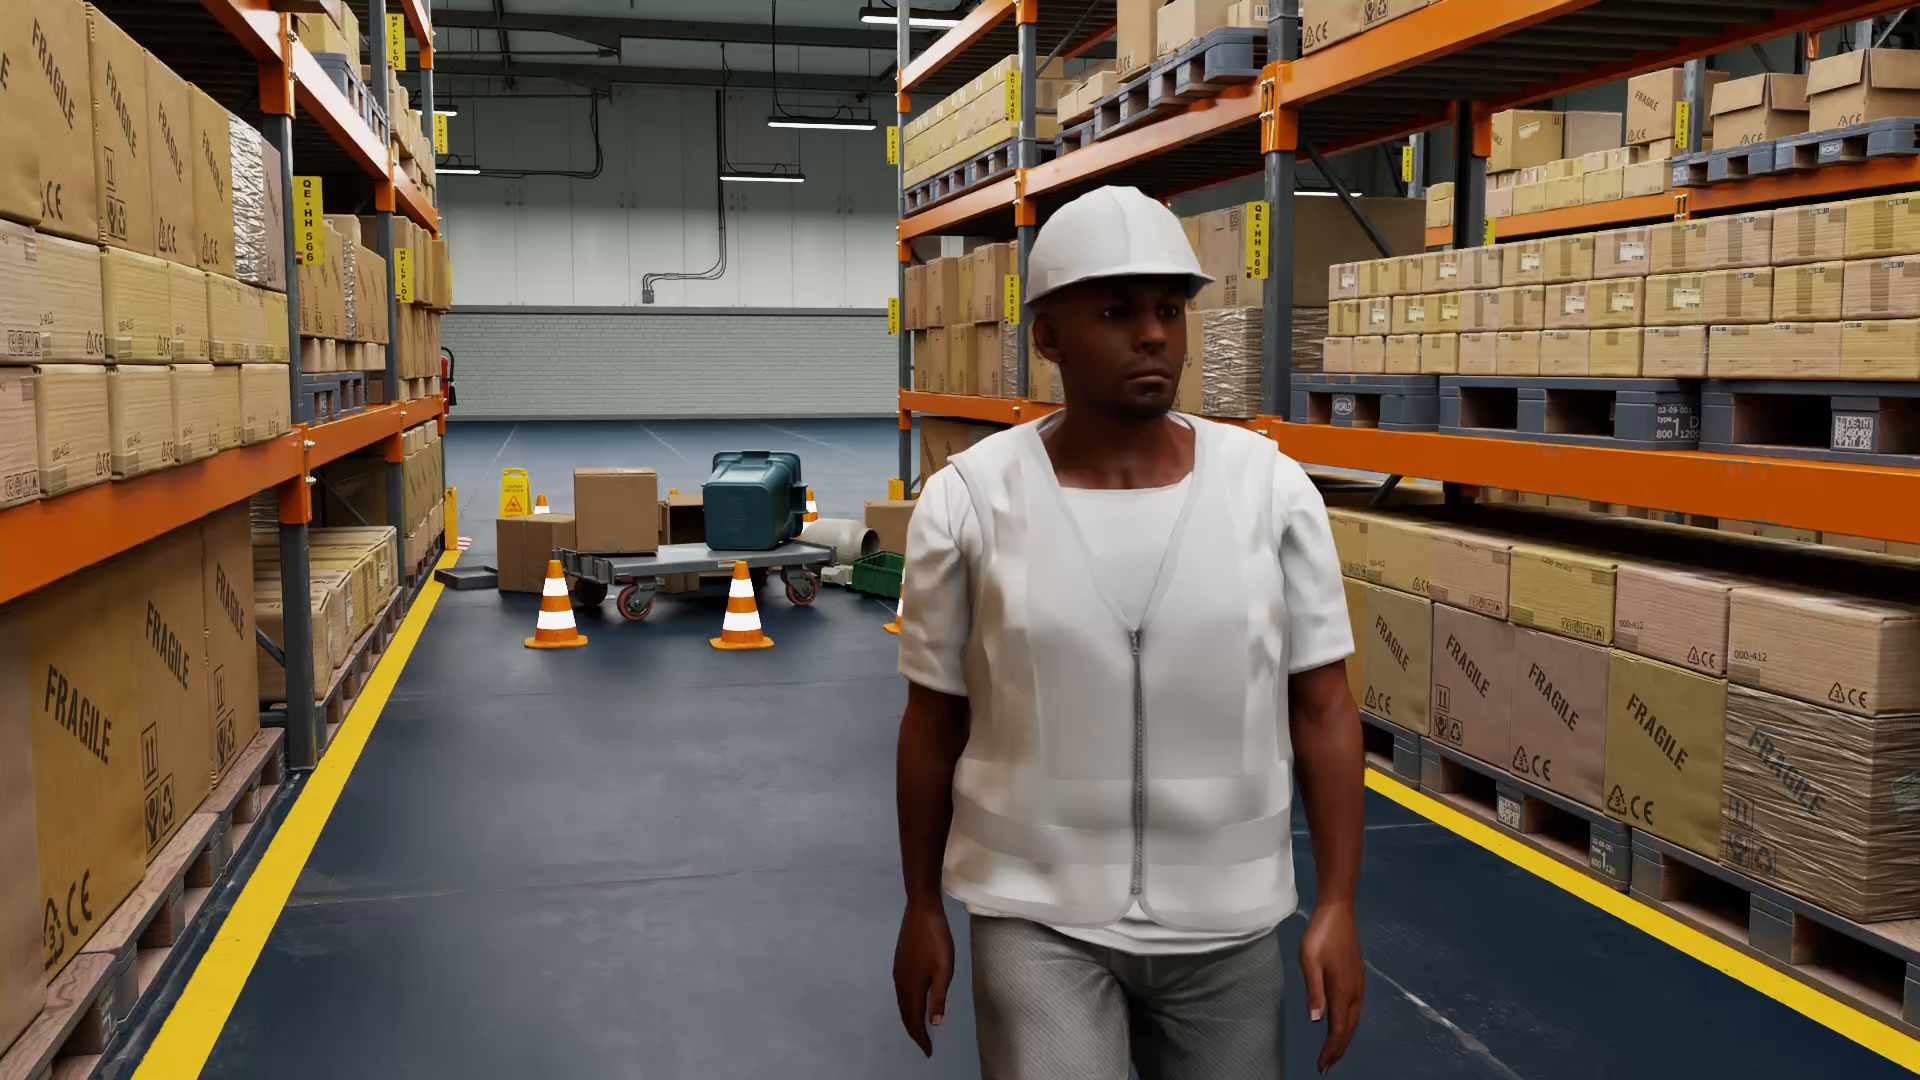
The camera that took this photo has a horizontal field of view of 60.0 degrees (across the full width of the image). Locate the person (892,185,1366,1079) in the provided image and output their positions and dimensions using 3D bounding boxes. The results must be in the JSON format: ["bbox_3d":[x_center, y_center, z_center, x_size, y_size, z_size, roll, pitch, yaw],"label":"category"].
[{"bbox_3d":[0.204,0.448,2.081,0.575,1.747,0.859,0,6,-4],"label":"person"}]
